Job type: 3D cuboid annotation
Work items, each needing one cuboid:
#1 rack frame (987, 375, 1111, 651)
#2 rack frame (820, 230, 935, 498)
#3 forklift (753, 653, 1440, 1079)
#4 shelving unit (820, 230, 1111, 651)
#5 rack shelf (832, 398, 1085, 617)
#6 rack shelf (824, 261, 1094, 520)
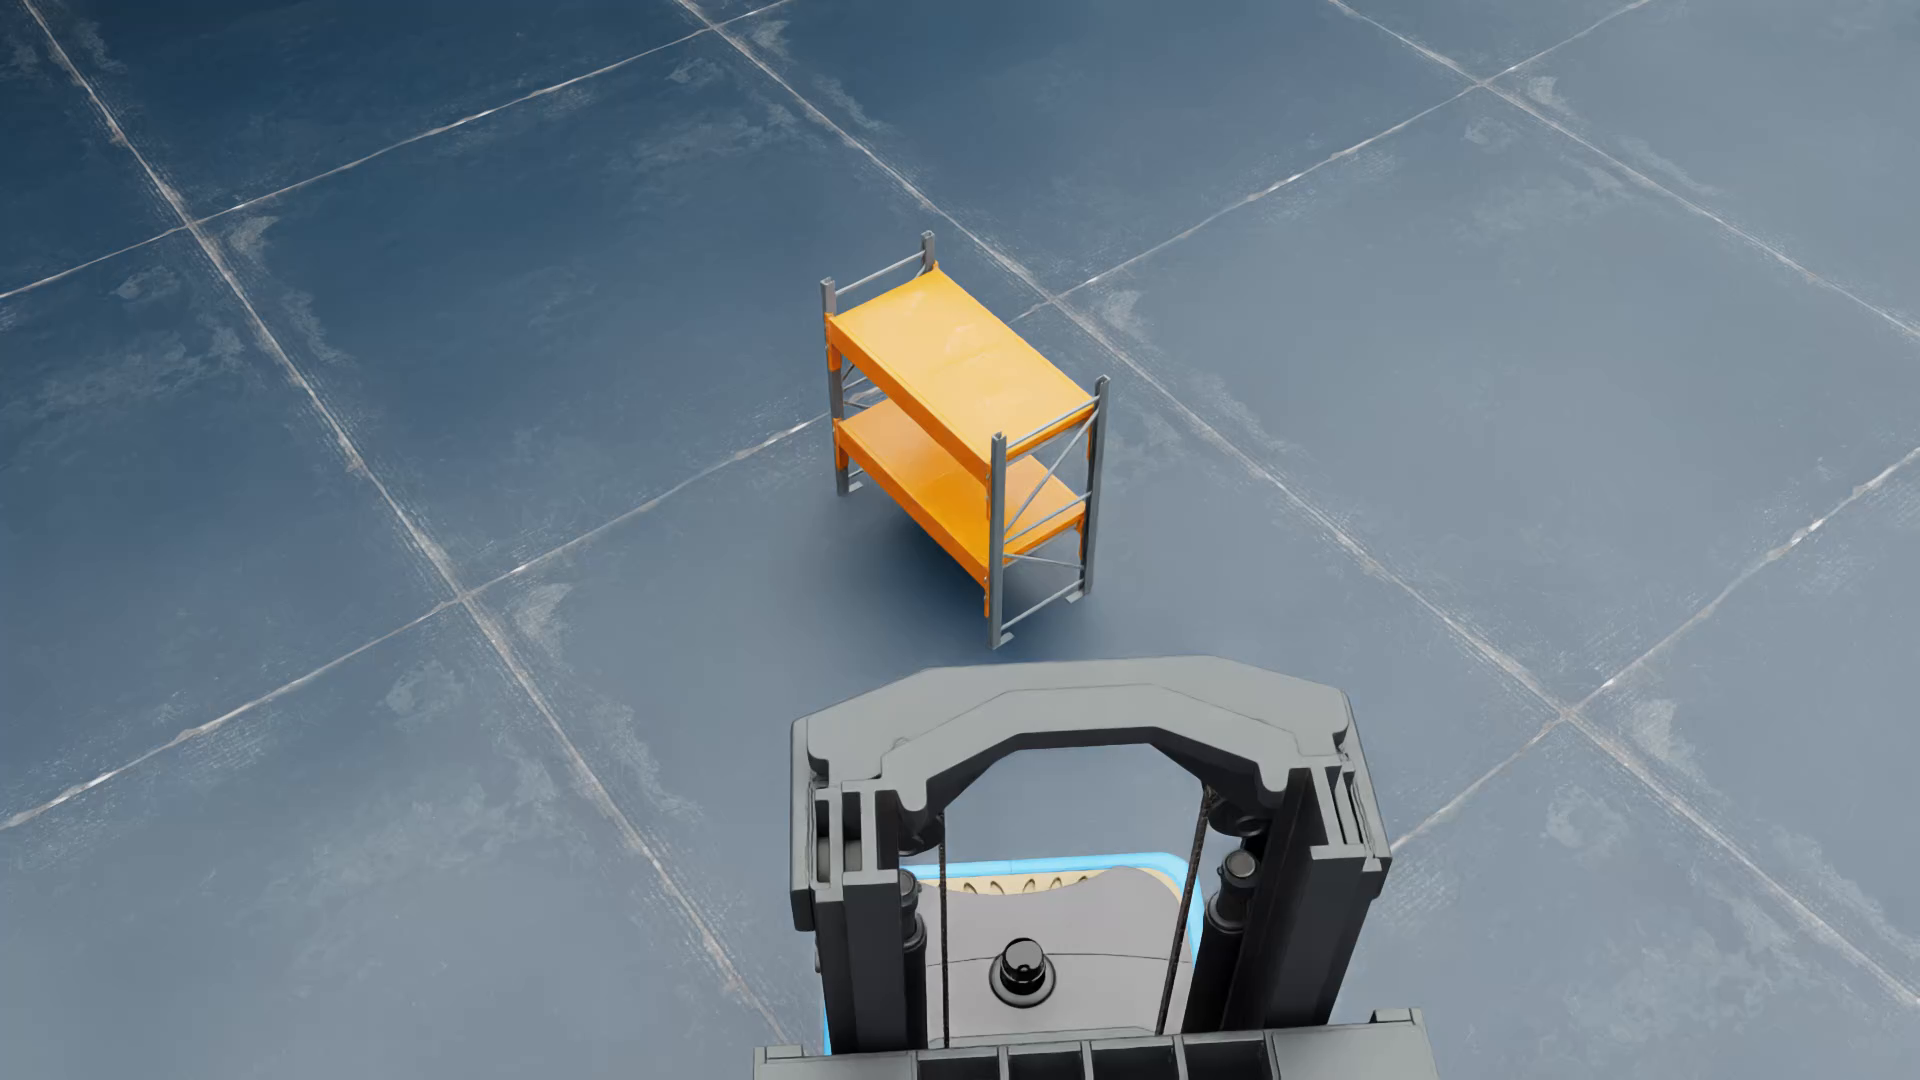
[{"bbox_3d":[0.312,-0.074,6.057,0.500,1.125,0.032,-29,54,-24],"label":"rack frame"},{"bbox_3d":[-0.304,-0.674,6.600,0.500,1.125,0.032,-29,54,-24],"label":"rack frame"},{"bbox_3d":[0.229,1.700,3.229,1.130,2.935,3.031,-3,48,-2],"label":"forklift"},{"bbox_3d":[0.004,-0.374,6.328,0.538,1.125,1.048,-29,54,-24],"label":"shelving unit"},{"bbox_3d":[0.004,-0.210,6.510,0.538,0.278,1.000,-29,54,-24],"label":"rack shelf"},{"bbox_3d":[0.004,-0.570,6.112,0.538,0.278,1.000,-29,54,-24],"label":"rack shelf"}]
